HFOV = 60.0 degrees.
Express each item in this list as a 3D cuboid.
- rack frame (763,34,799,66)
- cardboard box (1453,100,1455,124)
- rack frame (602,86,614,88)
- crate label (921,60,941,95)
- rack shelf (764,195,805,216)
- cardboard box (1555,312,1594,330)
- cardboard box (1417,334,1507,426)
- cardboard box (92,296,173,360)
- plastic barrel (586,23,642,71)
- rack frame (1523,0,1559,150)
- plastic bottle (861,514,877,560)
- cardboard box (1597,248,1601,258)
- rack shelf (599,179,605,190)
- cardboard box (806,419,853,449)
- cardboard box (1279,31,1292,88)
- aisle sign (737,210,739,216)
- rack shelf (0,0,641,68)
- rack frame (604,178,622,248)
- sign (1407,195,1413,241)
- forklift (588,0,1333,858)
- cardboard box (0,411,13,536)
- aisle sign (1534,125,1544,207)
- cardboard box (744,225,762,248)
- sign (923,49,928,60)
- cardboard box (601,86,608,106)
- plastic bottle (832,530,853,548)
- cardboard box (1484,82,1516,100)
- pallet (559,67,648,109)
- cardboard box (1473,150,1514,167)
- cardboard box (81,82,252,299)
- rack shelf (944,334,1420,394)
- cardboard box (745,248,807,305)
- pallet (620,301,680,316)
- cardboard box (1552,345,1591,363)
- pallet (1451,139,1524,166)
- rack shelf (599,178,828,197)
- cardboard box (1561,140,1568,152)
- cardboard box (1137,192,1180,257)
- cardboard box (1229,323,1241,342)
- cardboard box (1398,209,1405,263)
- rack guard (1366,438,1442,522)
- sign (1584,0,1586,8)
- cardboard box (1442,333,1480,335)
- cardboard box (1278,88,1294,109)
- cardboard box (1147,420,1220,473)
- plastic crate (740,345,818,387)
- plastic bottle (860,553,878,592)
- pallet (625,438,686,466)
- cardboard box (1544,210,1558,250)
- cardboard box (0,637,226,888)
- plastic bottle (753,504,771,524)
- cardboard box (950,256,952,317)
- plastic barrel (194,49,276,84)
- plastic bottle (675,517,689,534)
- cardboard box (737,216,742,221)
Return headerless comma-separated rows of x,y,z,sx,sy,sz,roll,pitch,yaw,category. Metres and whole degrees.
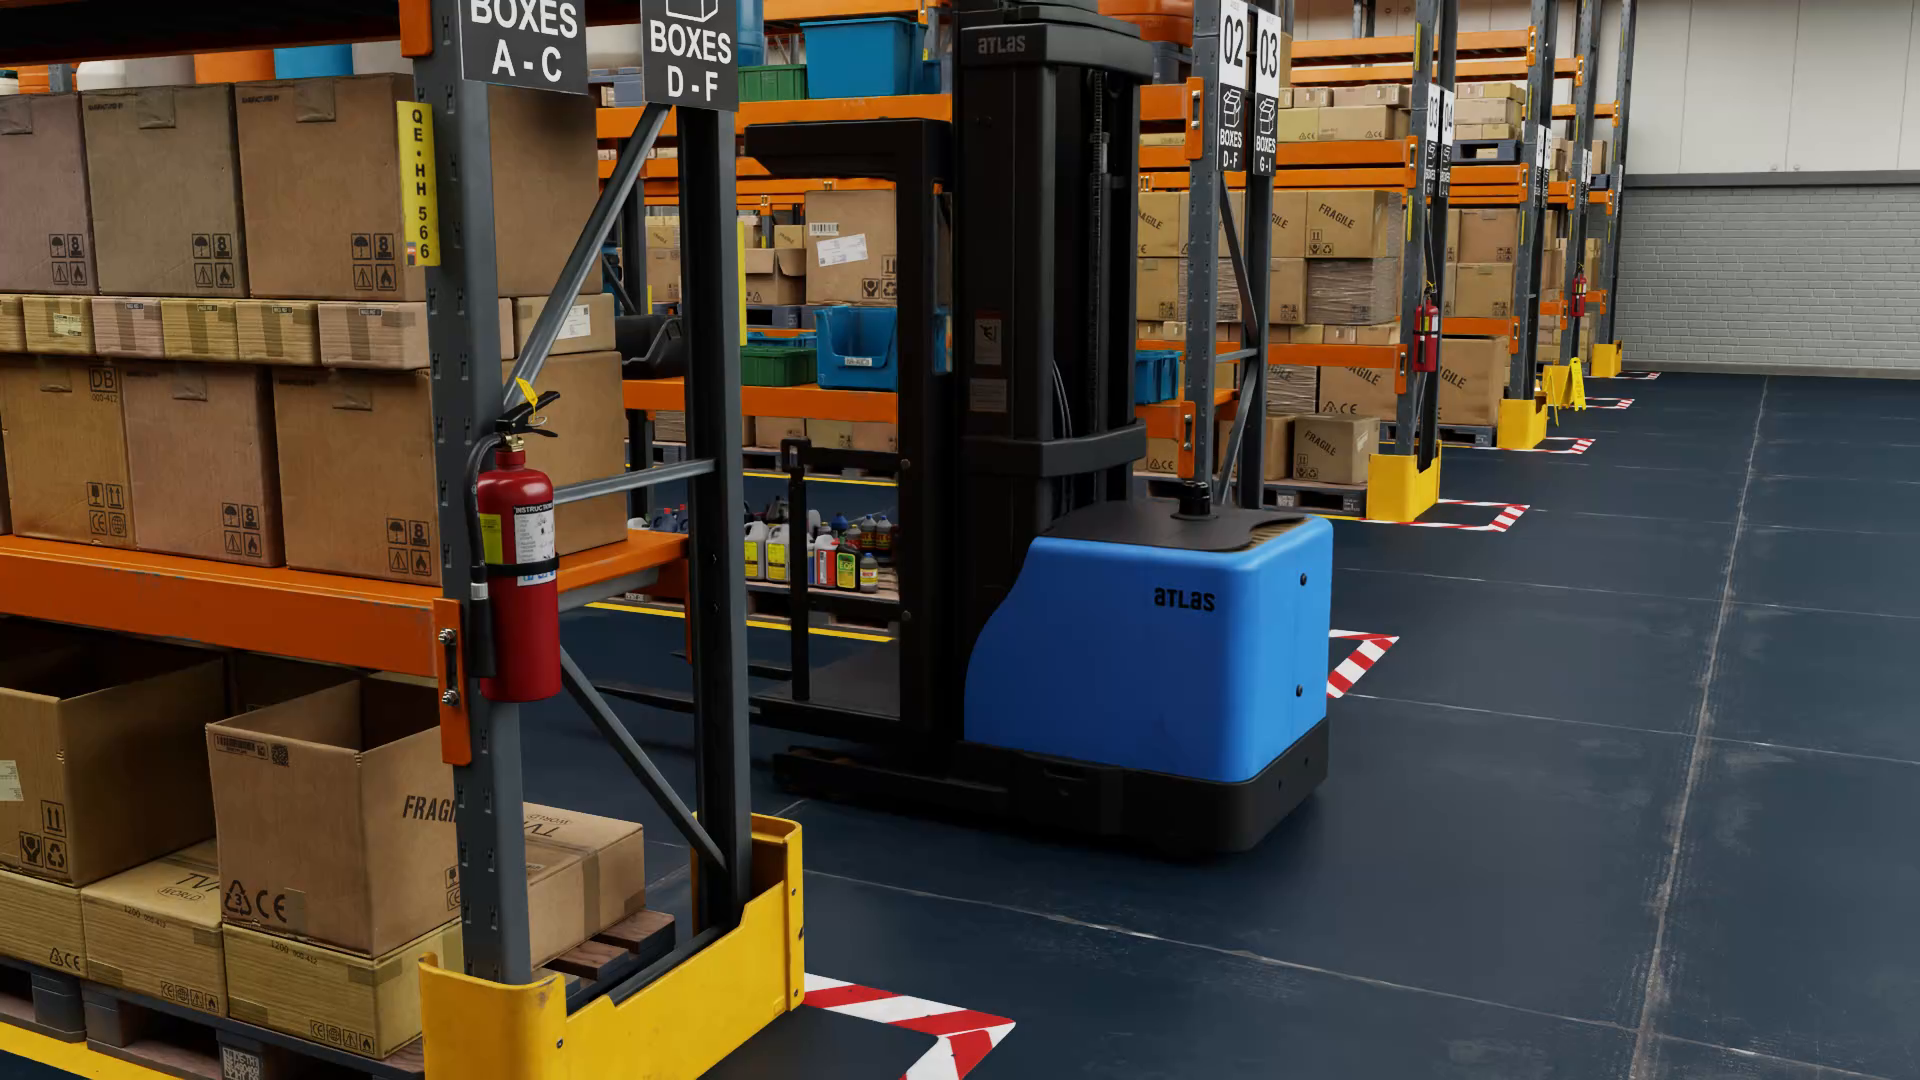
-2.836,-7.185,26.159,0.127,3.000,1.000,5,11,26,rack frame
4.815,-4.326,16.915,0.500,0.250,0.500,5,11,26,cardboard box
-2.239,-4.180,9.560,0.127,3.000,1.000,5,11,26,rack frame
-0.184,-2.516,9.205,0.408,0.251,0.502,5,11,26,crate label
-1.043,-5.197,25.619,4.000,0.370,1.077,5,11,26,rack shelf
9.567,-3.412,25.894,0.500,0.250,0.500,5,12,28,cardboard box
5.188,-1.692,17.445,0.875,0.875,0.875,5,11,26,cardboard box
-1.963,-0.551,4.250,0.250,0.149,0.380,5,11,27,cardboard box
-1.939,-2.901,9.419,0.421,0.512,0.421,0,10,0,plastic barrel
5.825,-5.440,16.522,0.127,3.000,1.000,5,11,26,rack frame
-0.537,-0.015,9.814,0.097,0.271,0.097,0,10,0,plastic bottle
9.929,-4.516,26.160,0.250,0.149,0.380,5,11,24,cardboard box
-5.428,-3.614,16.874,4.000,0.370,1.077,5,11,26,rack shelf
-1.008,-1.098,15.159,0.500,0.500,0.700,5,11,25,cardboard box
2.328,-3.782,13.261,0.500,0.500,0.500,5,11,26,cardboard box
-4.422,-6.578,32.356,0.004,0.787,0.394,5,11,26,aisle sign
-2.640,-1.402,4.651,4.000,0.370,1.077,5,11,26,rack shelf
-3.634,-2.335,16.207,0.127,3.000,1.000,5,11,26,rack frame
3.277,-2.342,12.111,0.005,0.325,0.100,5,11,26,sign
-0.135,-0.532,6.438,3.031,2.935,1.130,6,12,28,forklift
-2.649,-0.332,4.861,0.500,0.500,0.700,5,12,28,cardboard box
5.756,-3.714,16.529,0.004,0.787,0.394,5,11,26,aisle sign
-3.382,-4.767,26.557,0.500,0.500,0.500,5,11,25,cardboard box
-0.289,-3.855,13.626,0.005,0.325,0.100,5,11,26,sign
-3.326,-4.028,15.455,0.500,0.500,0.500,5,11,26,cardboard box
-0.660,0.091,9.196,0.133,0.283,0.061,5,11,26,plastic bottle
5.373,-4.461,16.542,0.250,0.149,0.380,5,11,26,cardboard box
-1.548,-2.570,9.616,1.003,0.211,1.213,5,11,26,pallet
6.902,-4.875,21.405,0.500,0.250,0.500,5,11,25,cardboard box
-1.781,-0.893,4.321,0.500,0.500,0.700,5,11,24,cardboard box
1.747,-1.508,13.658,4.000,0.370,1.077,5,11,26,rack shelf
-1.642,-2.399,15.092,0.637,0.503,0.797,6,12,32,cardboard box
-2.948,-2.201,16.008,1.003,0.211,1.213,5,11,26,pallet
9.557,-2.920,25.984,0.500,0.250,0.500,5,11,26,cardboard box
5.155,-3.978,17.111,1.213,0.211,1.003,5,11,26,pallet
-3.142,-4.398,21.207,4.000,0.370,1.077,5,11,26,rack shelf
7.697,-5.092,21.488,0.250,0.149,0.380,5,11,25,cardboard box
1.595,-2.515,13.278,0.500,0.500,0.500,5,11,26,cardboard box
2.299,-1.650,13.129,0.250,0.149,0.380,5,11,26,cardboard box
4.534,-3.223,17.664,0.550,0.550,0.875,5,11,26,cardboard box
3.472,-0.480,12.979,0.348,0.500,1.175,5,11,26,rack guard
7.661,-6.689,20.356,0.005,0.325,0.100,5,11,26,sign
6.622,-2.572,21.952,0.500,0.500,0.500,6,12,28,cardboard box
2.442,-3.334,12.607,0.250,0.149,0.380,5,11,26,cardboard box
1.883,-0.827,13.715,0.500,0.500,0.500,6,12,31,cardboard box
-1.146,-0.972,9.273,0.662,0.188,0.450,5,11,26,plastic crate
-0.492,0.173,8.976,0.097,0.201,0.097,0,10,0,plastic bottle
-2.934,-0.901,16.114,1.213,0.211,1.003,5,11,26,pallet
7.370,-3.980,21.374,0.500,0.500,0.700,5,11,24,cardboard box
-2.362,0.584,4.517,0.500,0.500,0.500,5,11,26,cardboard box
-1.197,-0.082,10.153,0.133,0.283,0.061,6,12,30,plastic bottle
0.329,-2.170,14.179,0.500,0.500,0.875,5,11,26,cardboard box
-4.599,-3.080,10.697,0.708,0.830,0.600,5,11,26,plastic barrel
-1.529,0.003,9.491,0.185,0.351,0.144,4,11,23,plastic bottle
-3.442,-5.104,26.602,0.250,0.149,0.380,5,12,27,cardboard box
